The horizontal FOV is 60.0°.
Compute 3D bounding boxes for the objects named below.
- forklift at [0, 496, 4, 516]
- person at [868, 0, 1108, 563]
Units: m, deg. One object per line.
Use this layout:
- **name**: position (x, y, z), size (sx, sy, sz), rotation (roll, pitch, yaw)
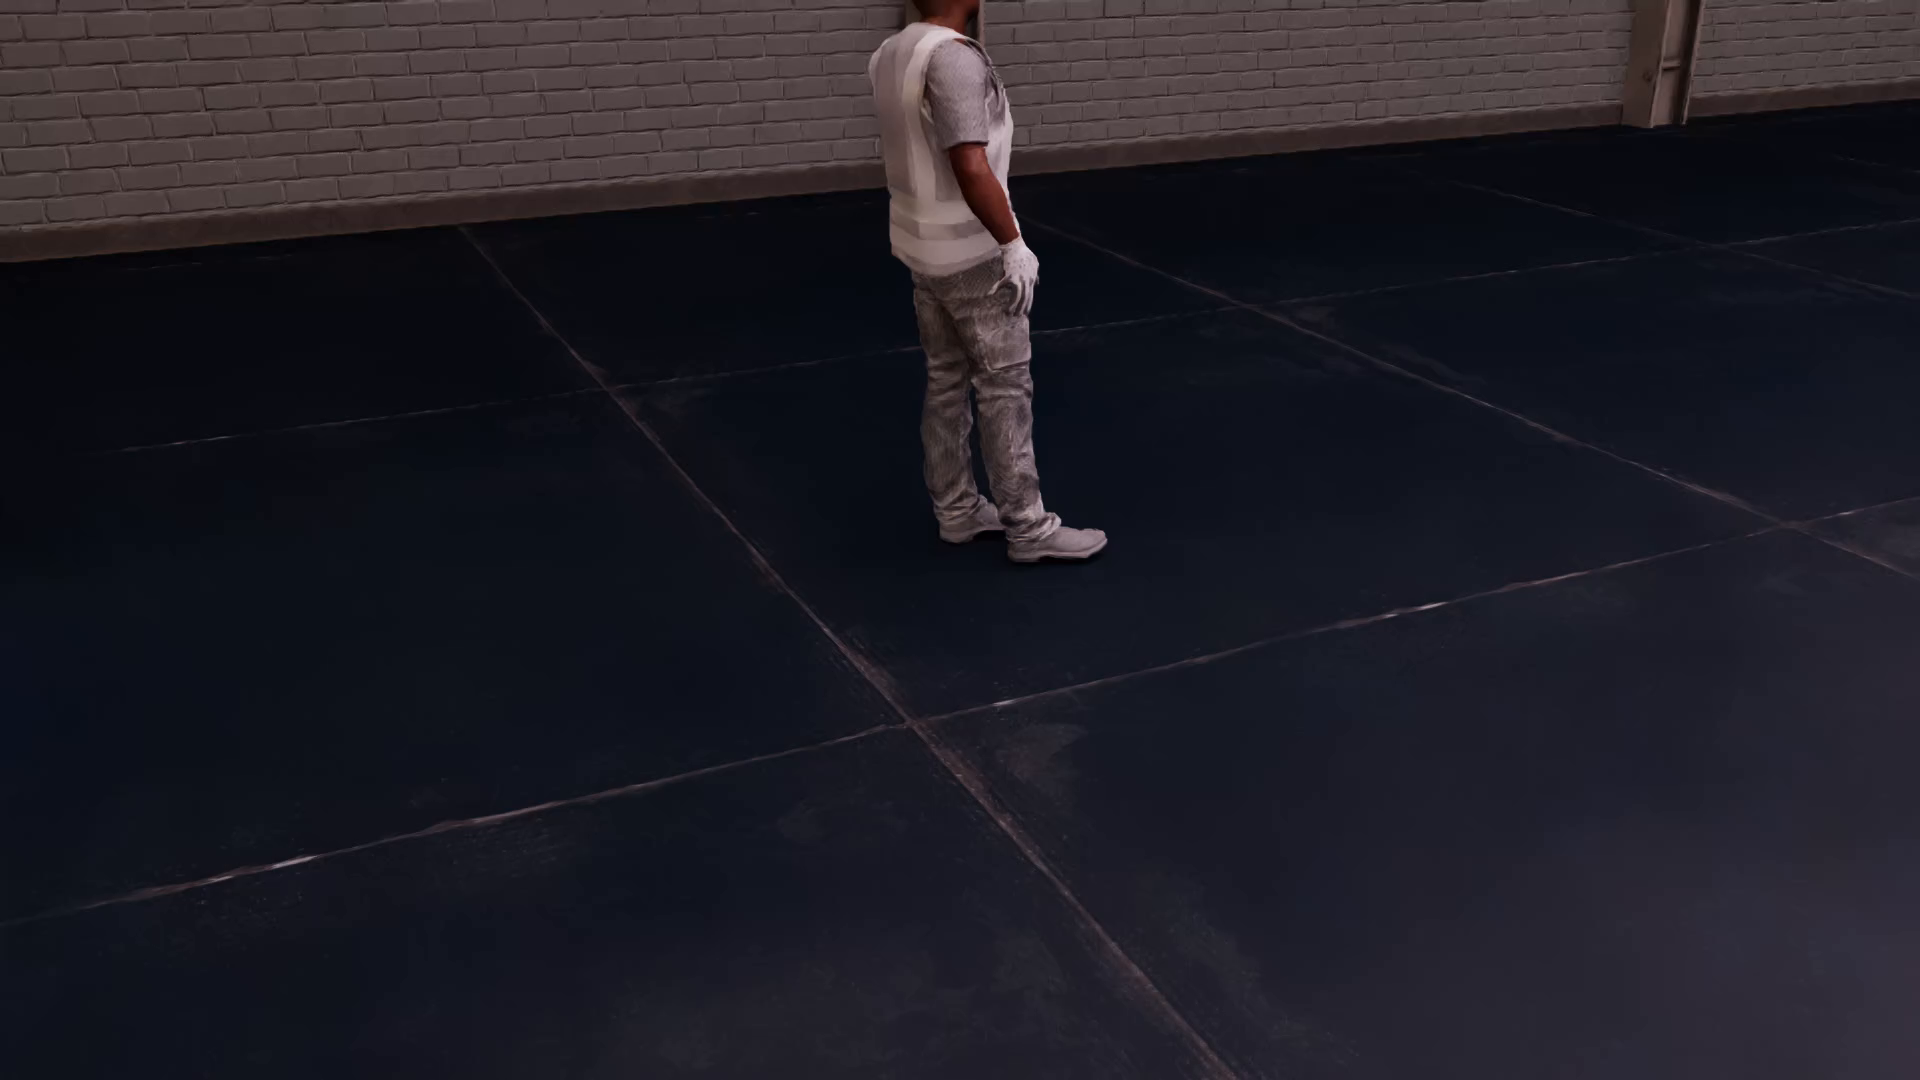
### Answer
- **forklift**: position (-4.332, -1.085, 3.898), size (1.130, 2.935, 3.031), rotation (21, 30, 41)
- **person**: position (0.069, -0.839, 4.784), size (0.576, 1.782, 0.655), rotation (-10, 25, -23)
